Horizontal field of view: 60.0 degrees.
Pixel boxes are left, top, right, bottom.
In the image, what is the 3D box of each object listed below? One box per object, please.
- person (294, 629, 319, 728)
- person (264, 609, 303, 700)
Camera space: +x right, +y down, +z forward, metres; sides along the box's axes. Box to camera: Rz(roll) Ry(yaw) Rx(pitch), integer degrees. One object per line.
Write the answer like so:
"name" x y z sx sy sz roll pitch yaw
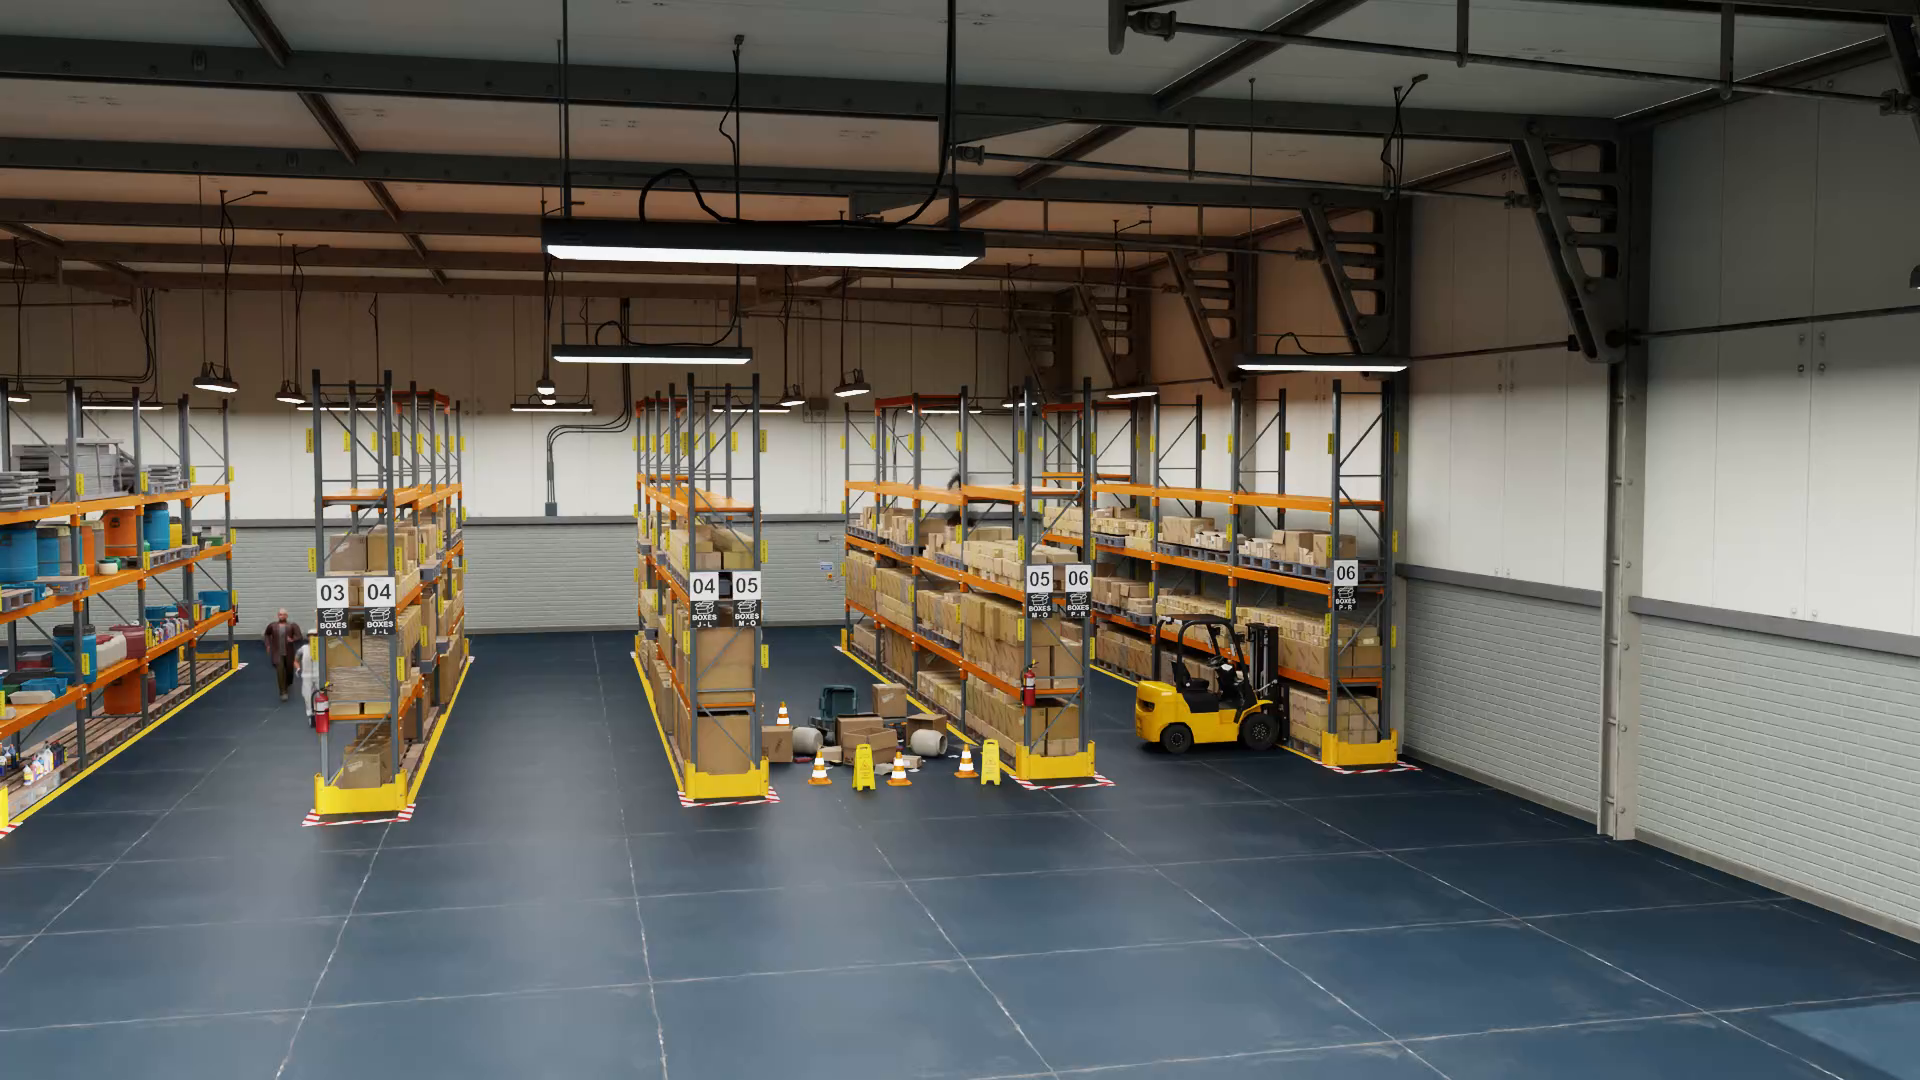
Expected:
"person" -11.431 2.436 29.392 0.655 1.738 0.631 -1 3 -17
"person" -13.252 2.227 32.573 0.709 1.756 0.896 -1 4 -21
